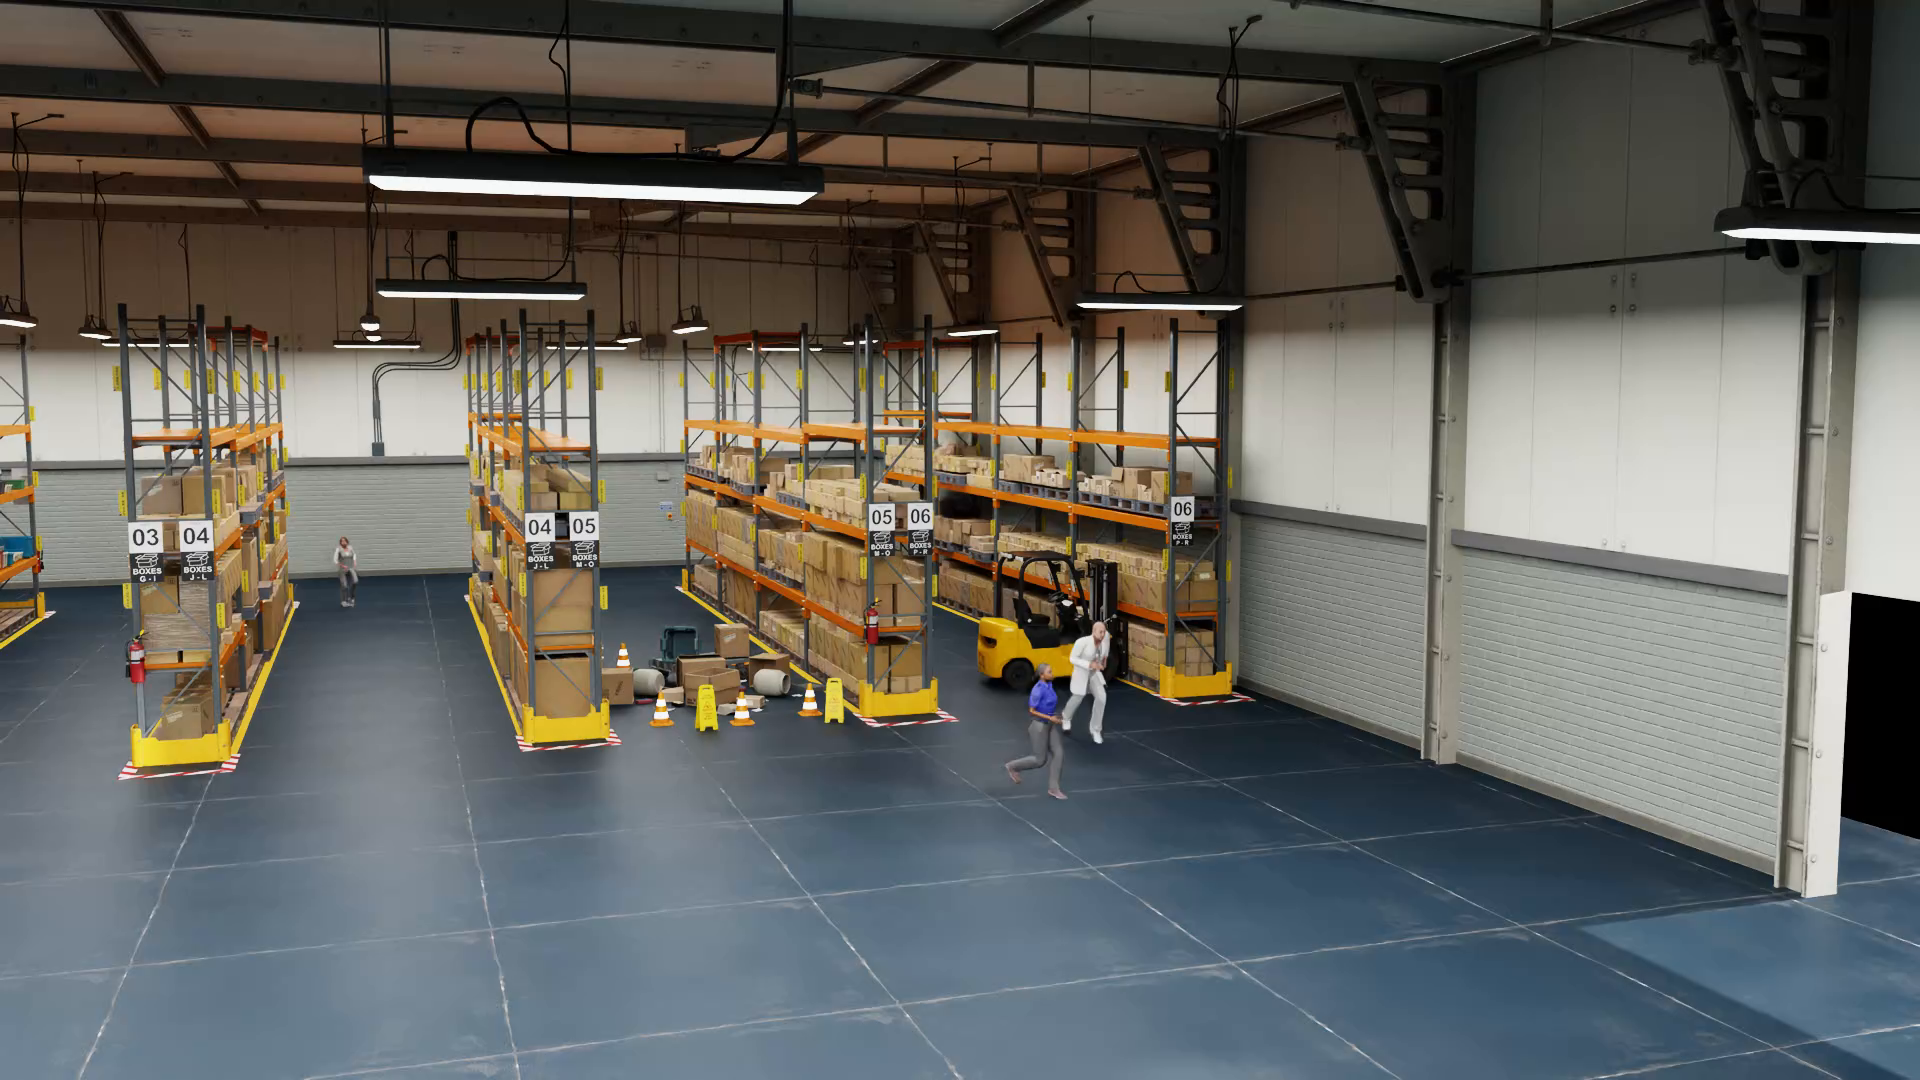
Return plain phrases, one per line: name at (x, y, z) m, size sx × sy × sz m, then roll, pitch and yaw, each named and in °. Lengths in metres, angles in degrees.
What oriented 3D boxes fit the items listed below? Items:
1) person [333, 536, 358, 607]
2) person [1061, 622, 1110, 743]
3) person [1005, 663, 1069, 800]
person at (-13.672, 0.700, 37.050) m, size 0.552 × 1.575 × 0.598 m, roll -5°, pitch 7°, yaw -40°
person at (1.759, 1.970, 23.440) m, size 0.752 × 1.744 × 1.066 m, roll -3°, pitch 6°, yaw -29°
person at (0.956, 2.306, 20.142) m, size 0.811 × 1.672 × 0.586 m, roll 3°, pitch 6°, yaw 27°
